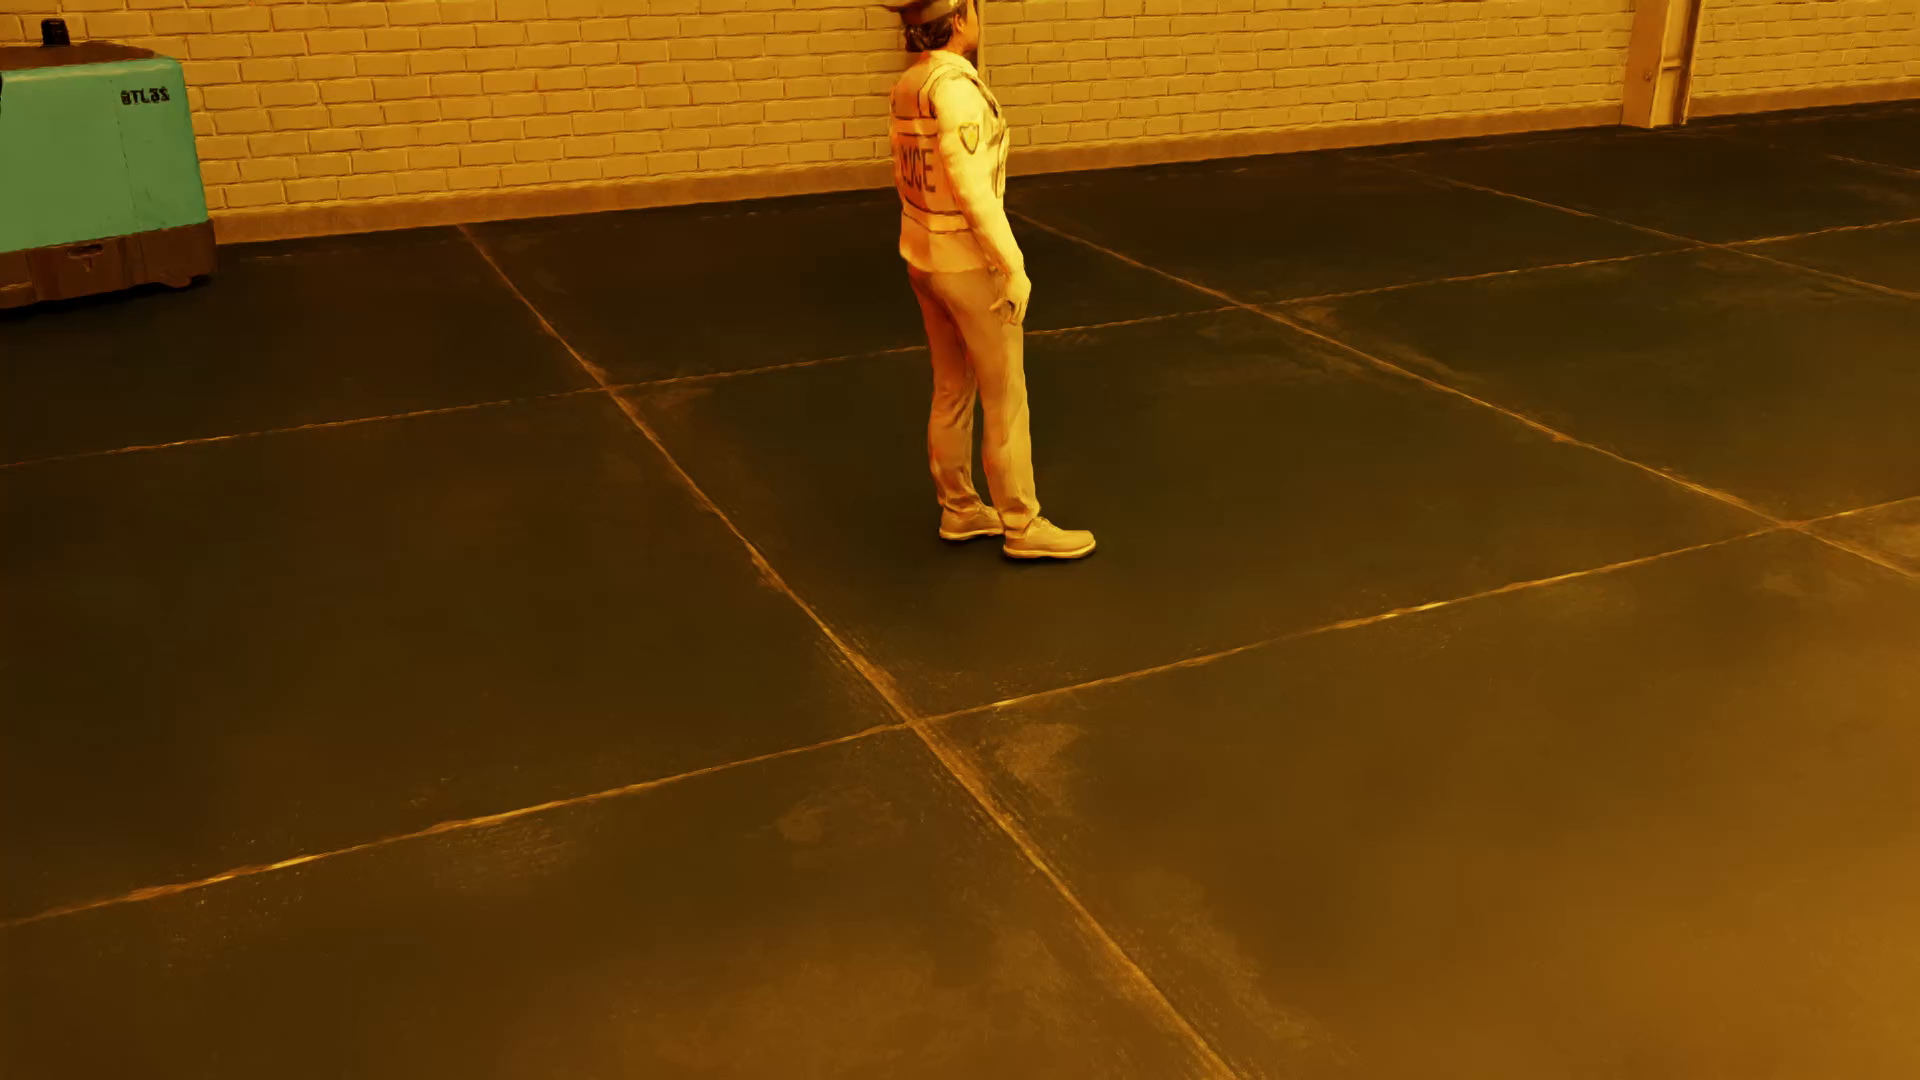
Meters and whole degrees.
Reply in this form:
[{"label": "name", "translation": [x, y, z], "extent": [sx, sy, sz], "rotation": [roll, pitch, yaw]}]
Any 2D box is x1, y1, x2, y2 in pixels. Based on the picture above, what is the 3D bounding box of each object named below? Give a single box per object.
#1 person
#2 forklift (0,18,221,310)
[{"label": "person", "translation": [0.064, -0.798, 4.799], "extent": [0.532, 1.695, 0.586], "rotation": [-10, 25, -23]}, {"label": "forklift", "translation": [-4.992, -2.326, 6.885], "extent": [1.130, 2.935, 3.031], "rotation": [21, 30, 41]}]
